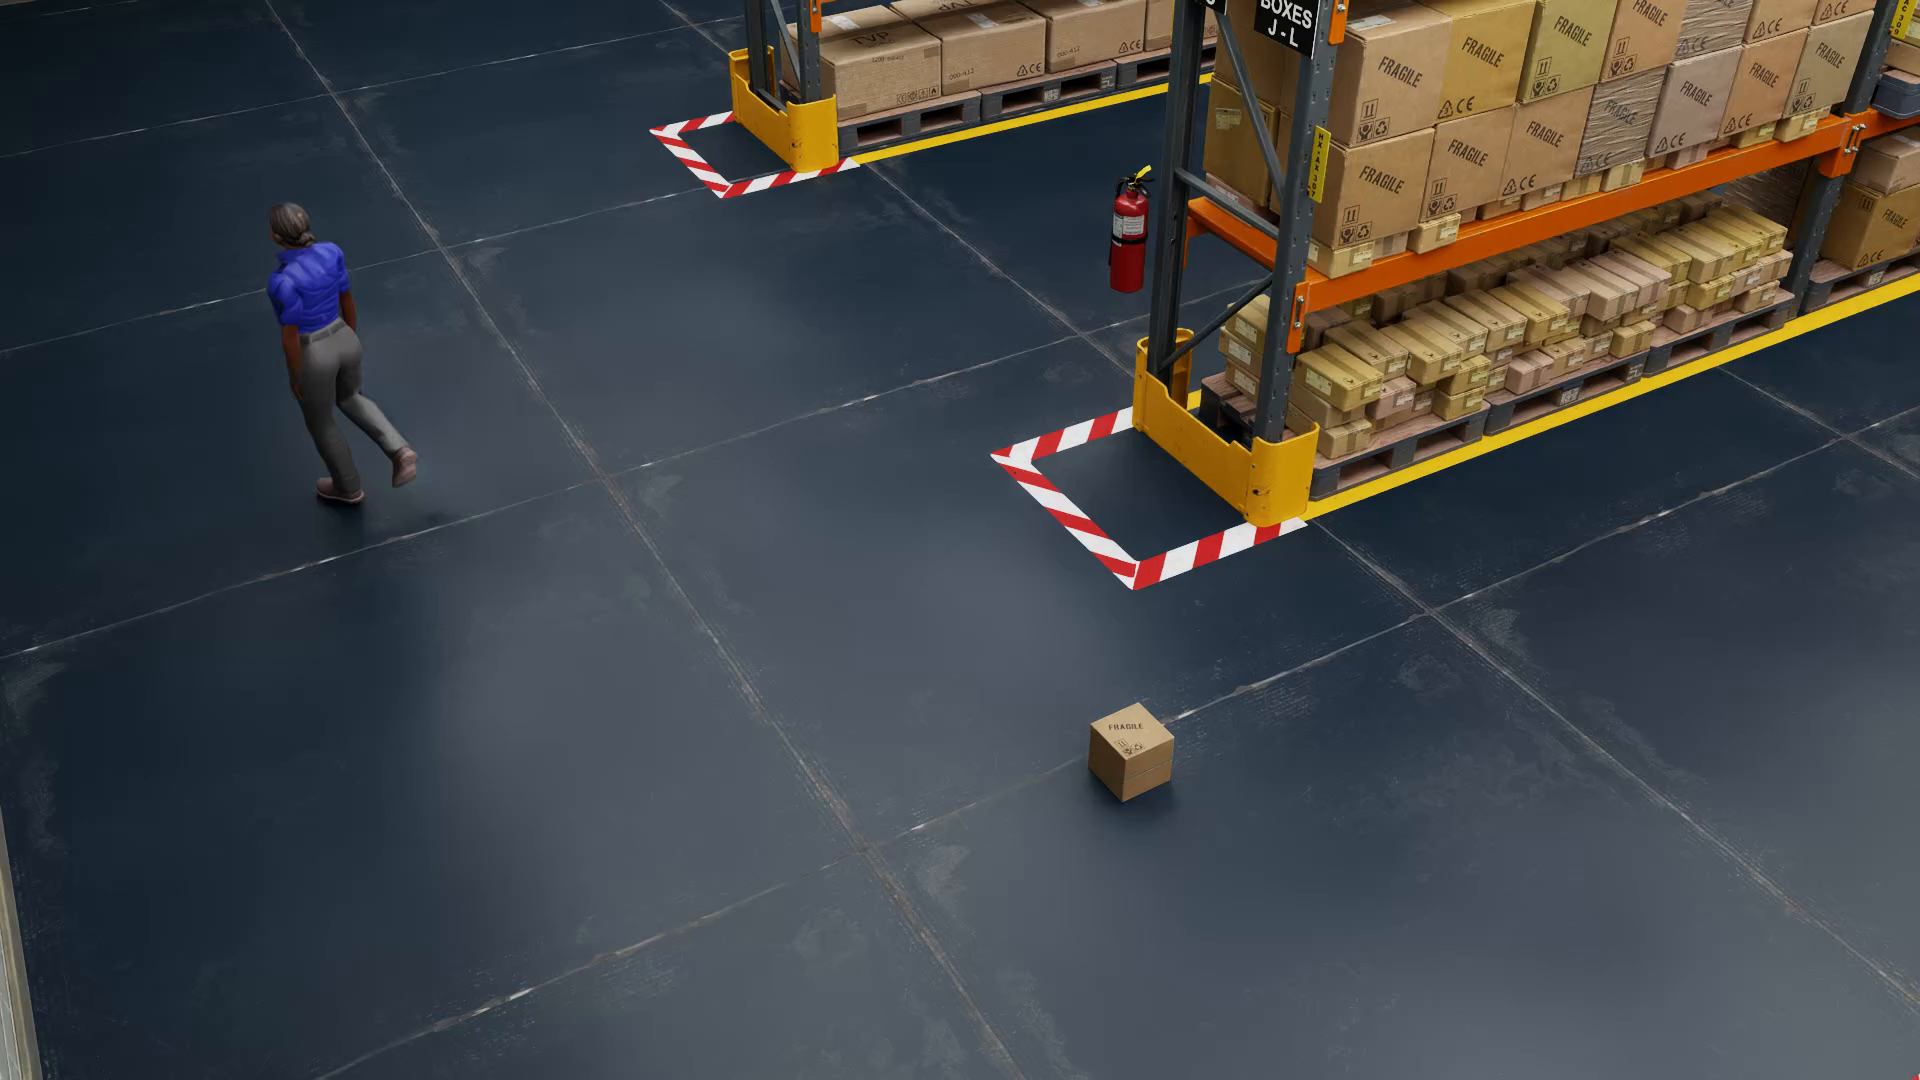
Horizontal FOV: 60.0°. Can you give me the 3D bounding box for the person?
[{"bbox_3d":[-3.040,-0.882,8.065,0.578,1.644,0.440,18,40,22],"label":"person"}]
